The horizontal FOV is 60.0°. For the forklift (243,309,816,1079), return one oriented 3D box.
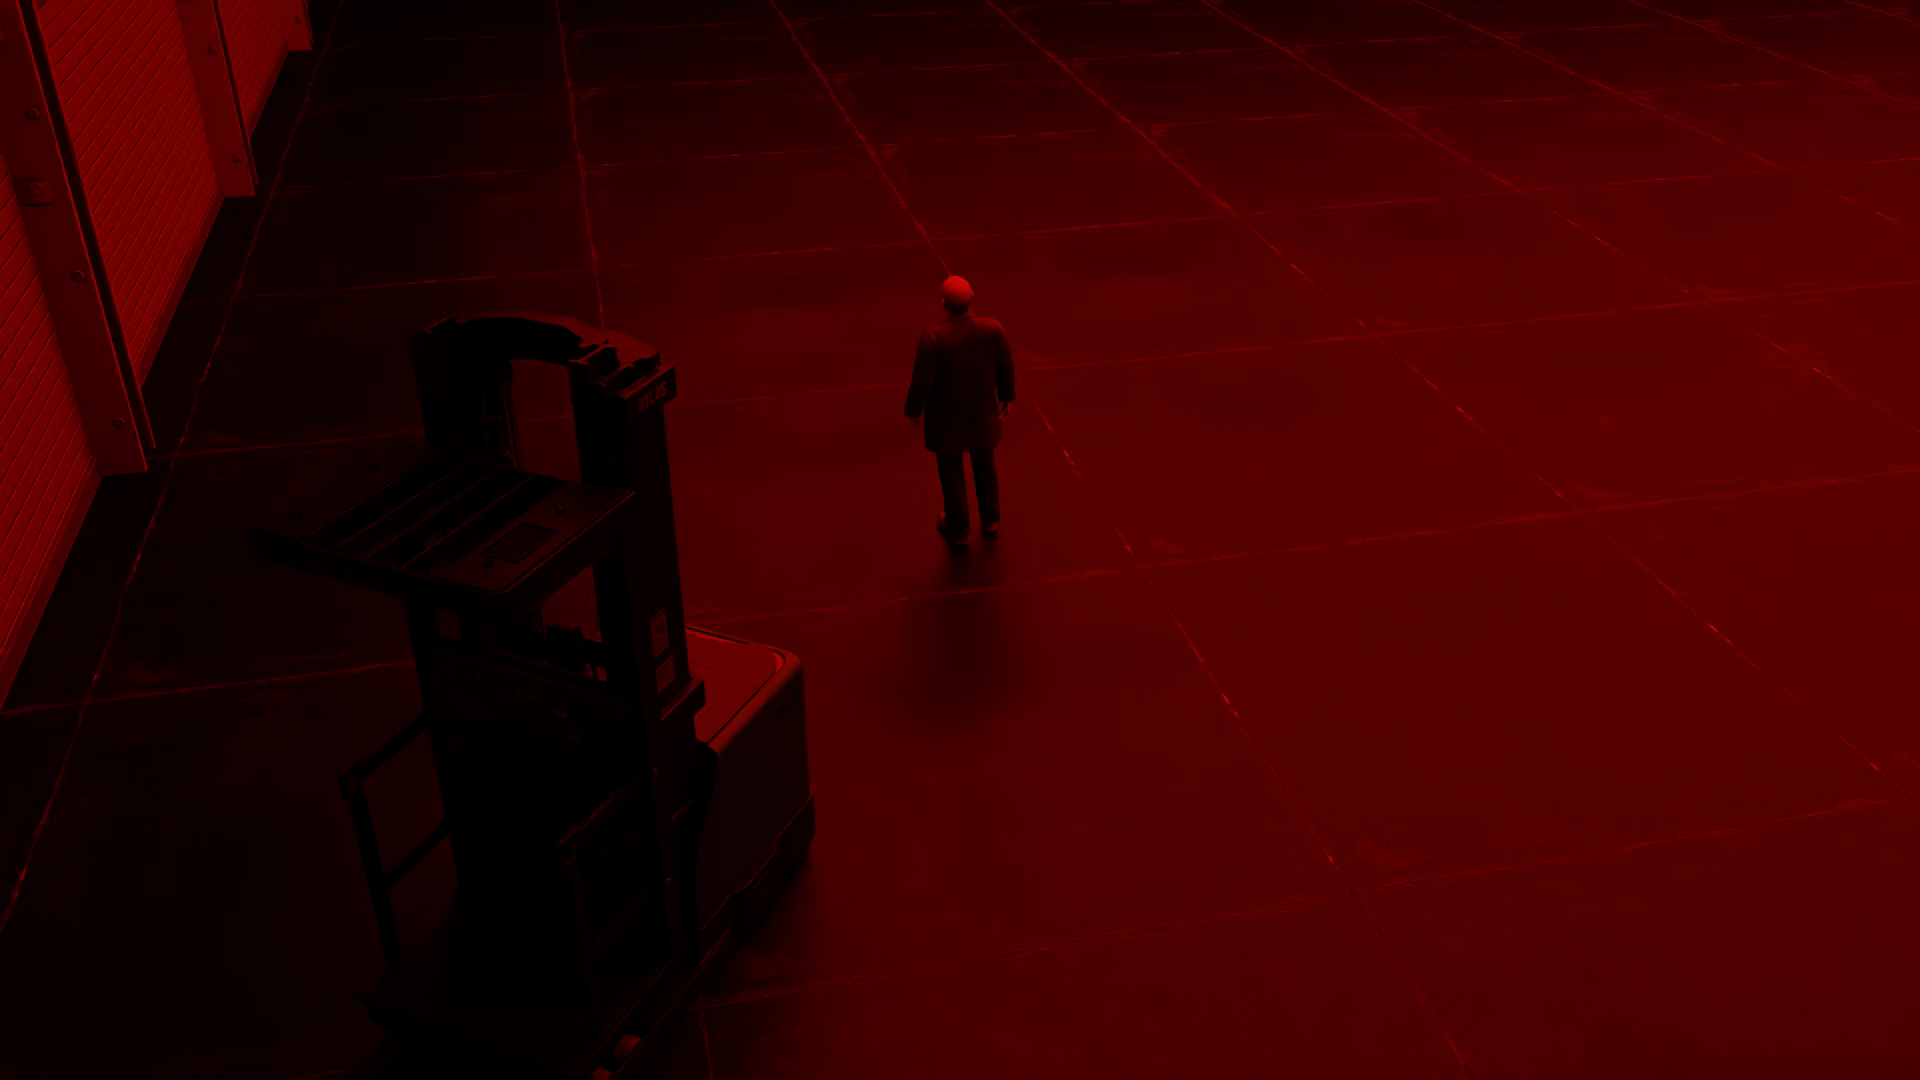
[{"bbox_3d":[-1.755,0.746,6.286,1.130,2.935,3.031,13,32,21],"label":"forklift"}]

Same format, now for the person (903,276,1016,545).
[{"bbox_3d":[-0.016,-0.820,10.128,0.696,1.776,0.582,-7,31,-12],"label":"person"}]
